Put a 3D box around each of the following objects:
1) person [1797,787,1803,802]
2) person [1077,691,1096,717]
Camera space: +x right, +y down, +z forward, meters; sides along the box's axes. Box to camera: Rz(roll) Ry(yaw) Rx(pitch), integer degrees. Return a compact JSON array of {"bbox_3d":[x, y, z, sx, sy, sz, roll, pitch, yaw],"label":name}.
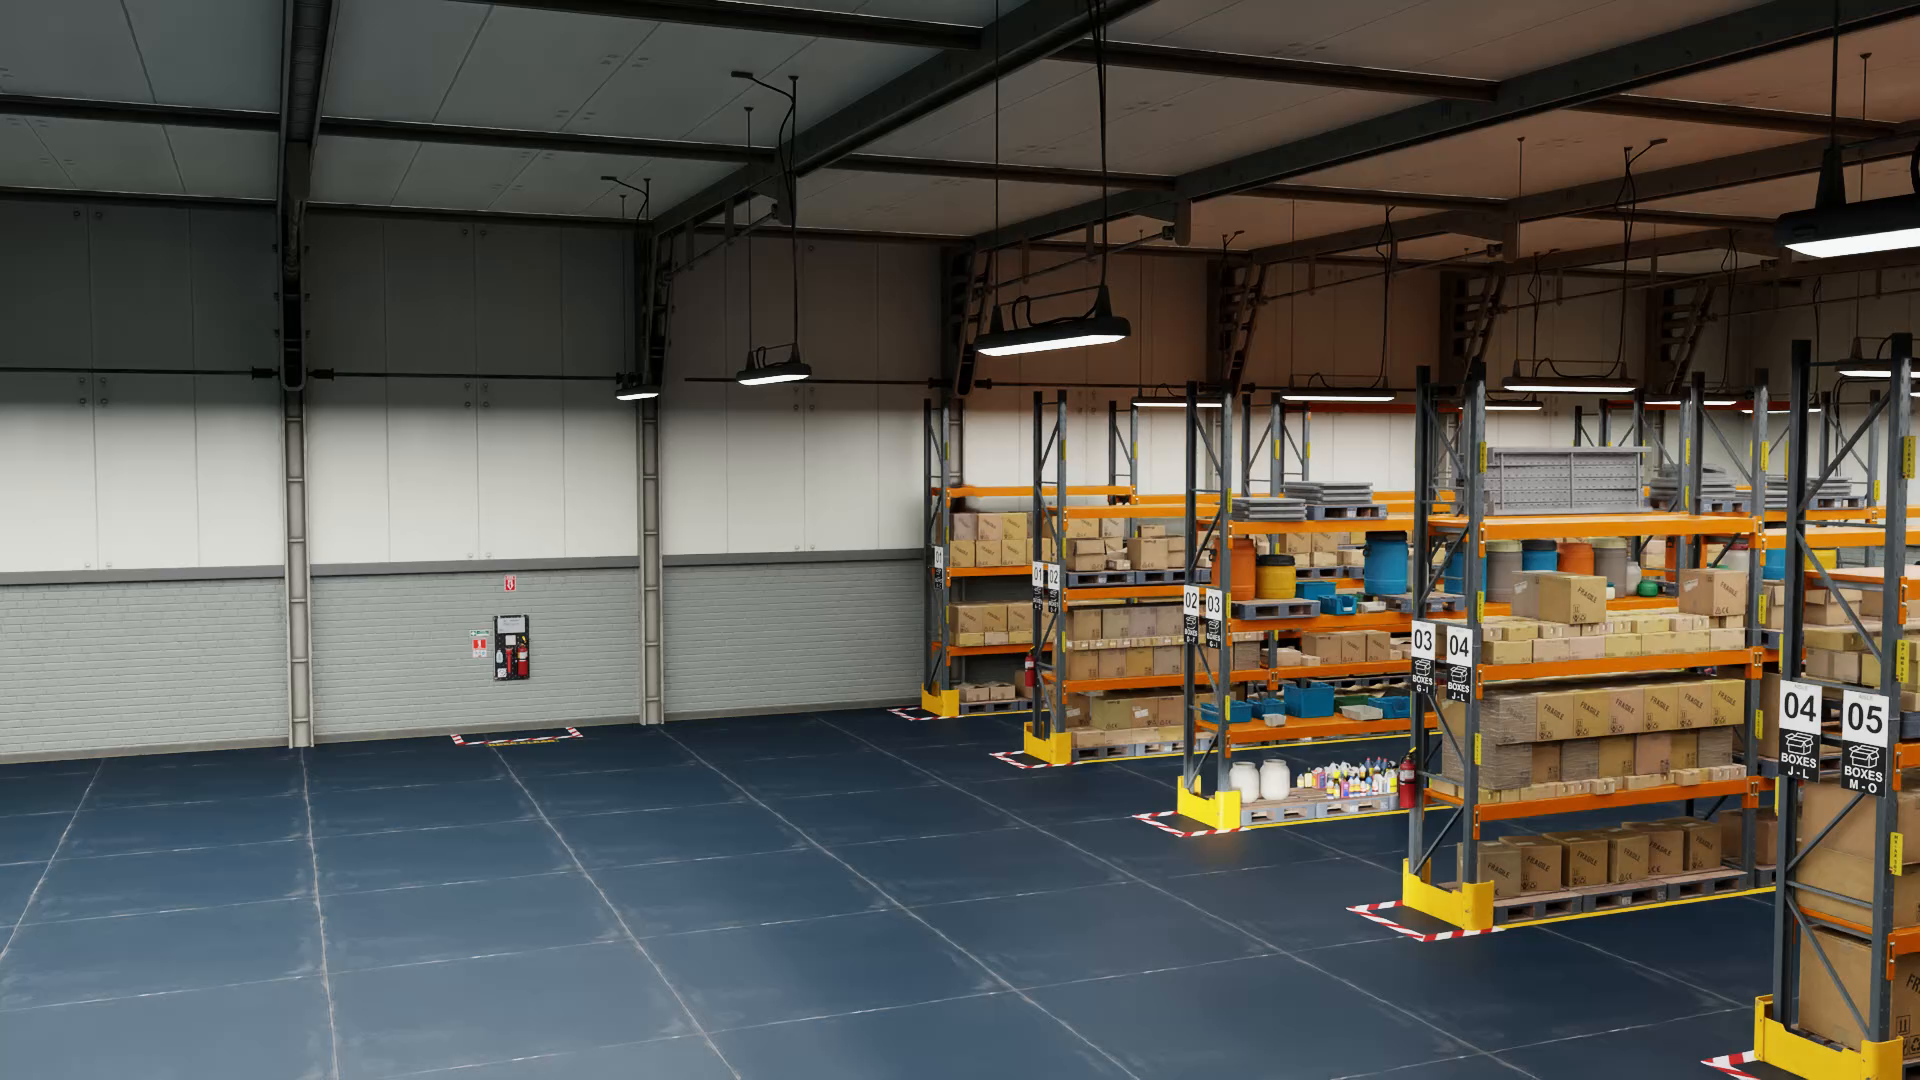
[{"bbox_3d":[12.234,2.878,24.000,0.857,1.720,0.580,-2,4,-26],"label":"person"},{"bbox_3d":[2.390,2.435,31.182,0.596,1.787,0.391,-2,4,-26],"label":"person"}]
